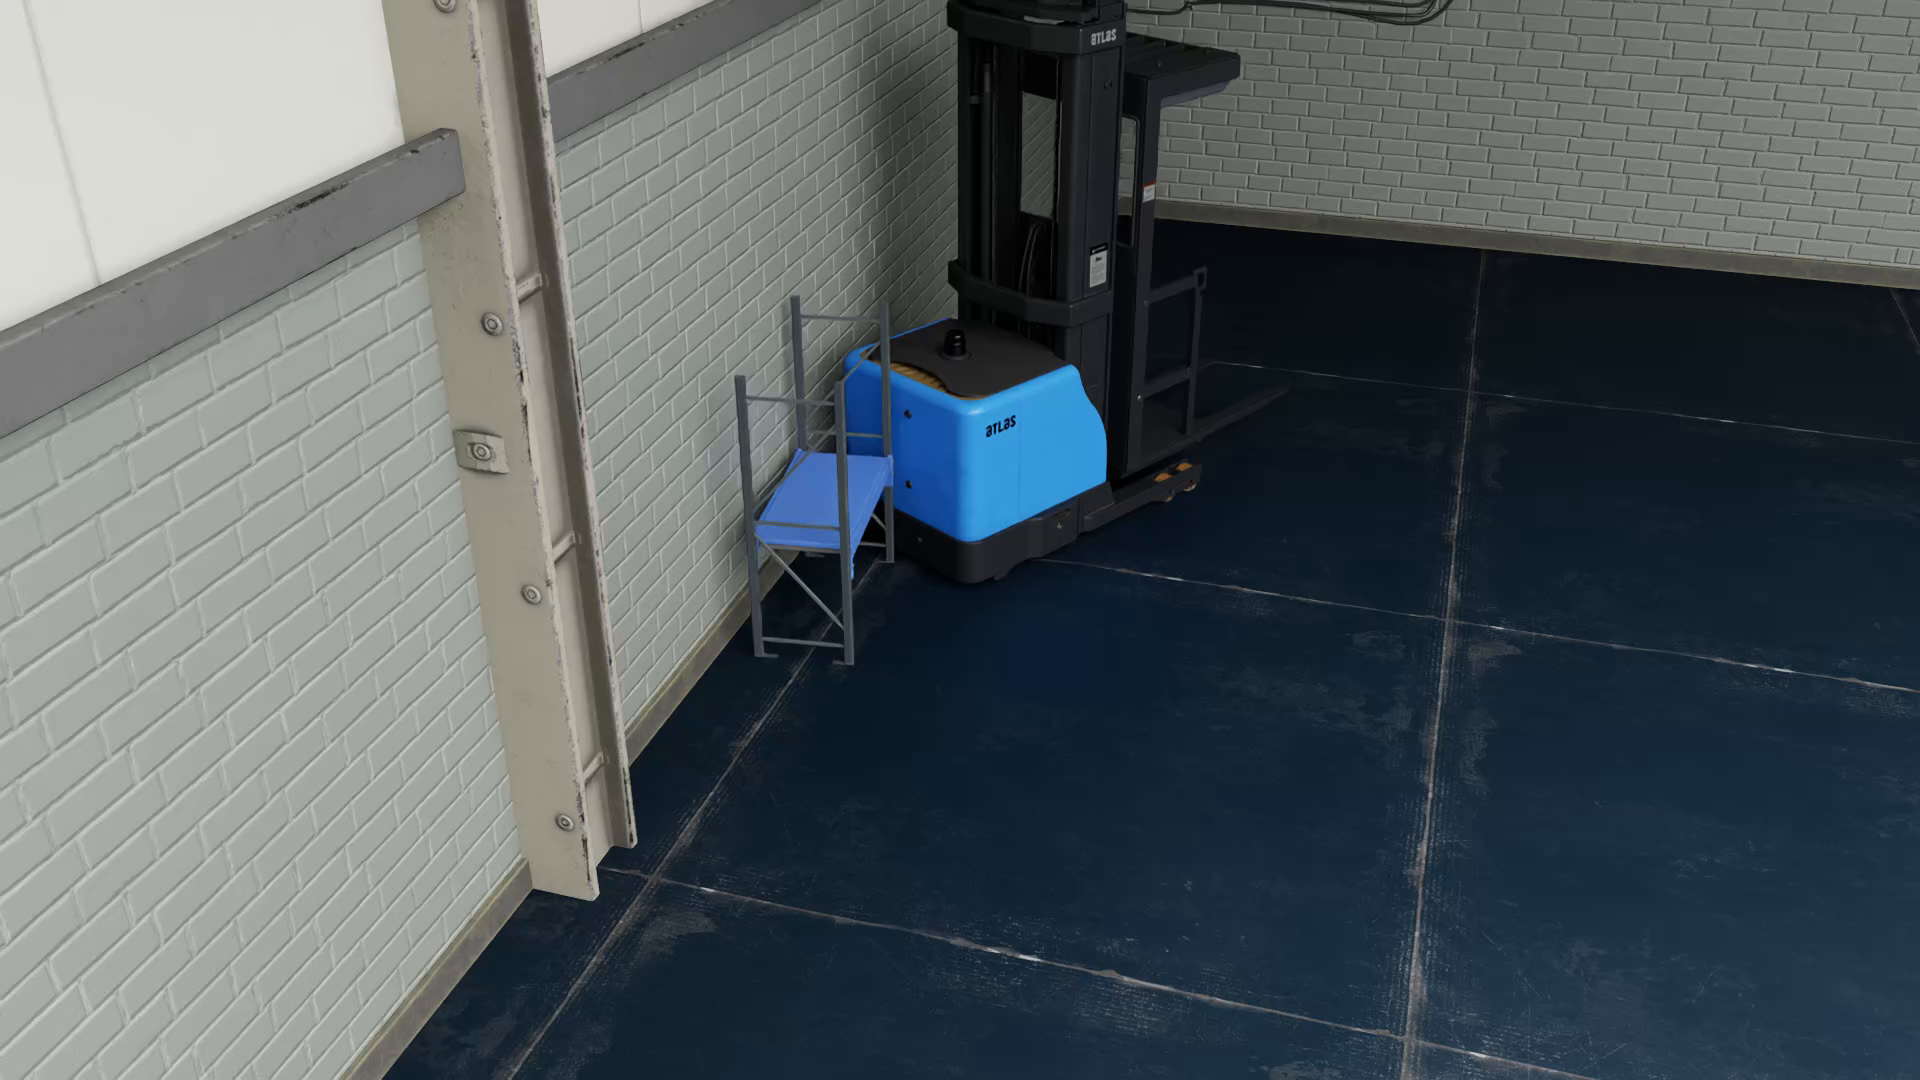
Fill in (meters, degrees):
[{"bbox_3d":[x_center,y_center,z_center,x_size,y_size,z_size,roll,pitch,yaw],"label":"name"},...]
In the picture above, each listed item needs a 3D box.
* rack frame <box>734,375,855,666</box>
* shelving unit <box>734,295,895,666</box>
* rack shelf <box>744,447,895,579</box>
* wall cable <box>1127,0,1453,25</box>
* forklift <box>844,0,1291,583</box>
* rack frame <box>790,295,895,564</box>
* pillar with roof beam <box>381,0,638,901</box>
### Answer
[{"bbox_3d":[-0.766,-0.064,7.823,0.500,1.500,0.032,4,29,8],"label":"rack frame"},{"bbox_3d":[-0.685,-0.308,8.261,0.538,1.500,1.048,4,29,8],"label":"shelving unit"},{"bbox_3d":[-0.685,-0.151,8.349,0.538,0.185,1.000,4,29,8],"label":"rack shelf"},{"bbox_3d":[2.334,-5.213,12.558,3.097,2.526,0.112,8,30,15],"label":"wall cable"},{"bbox_3d":[0.778,-1.664,9.226,3.031,2.935,1.130,-25,38,-37],"label":"forklift"},{"bbox_3d":[-0.604,-0.552,8.700,0.500,1.500,0.032,4,29,8],"label":"rack frame"},{"bbox_3d":[2.560,-1.987,3.564,9.100,9.000,0.400,8,30,15],"label":"pillar with roof beam"}]
